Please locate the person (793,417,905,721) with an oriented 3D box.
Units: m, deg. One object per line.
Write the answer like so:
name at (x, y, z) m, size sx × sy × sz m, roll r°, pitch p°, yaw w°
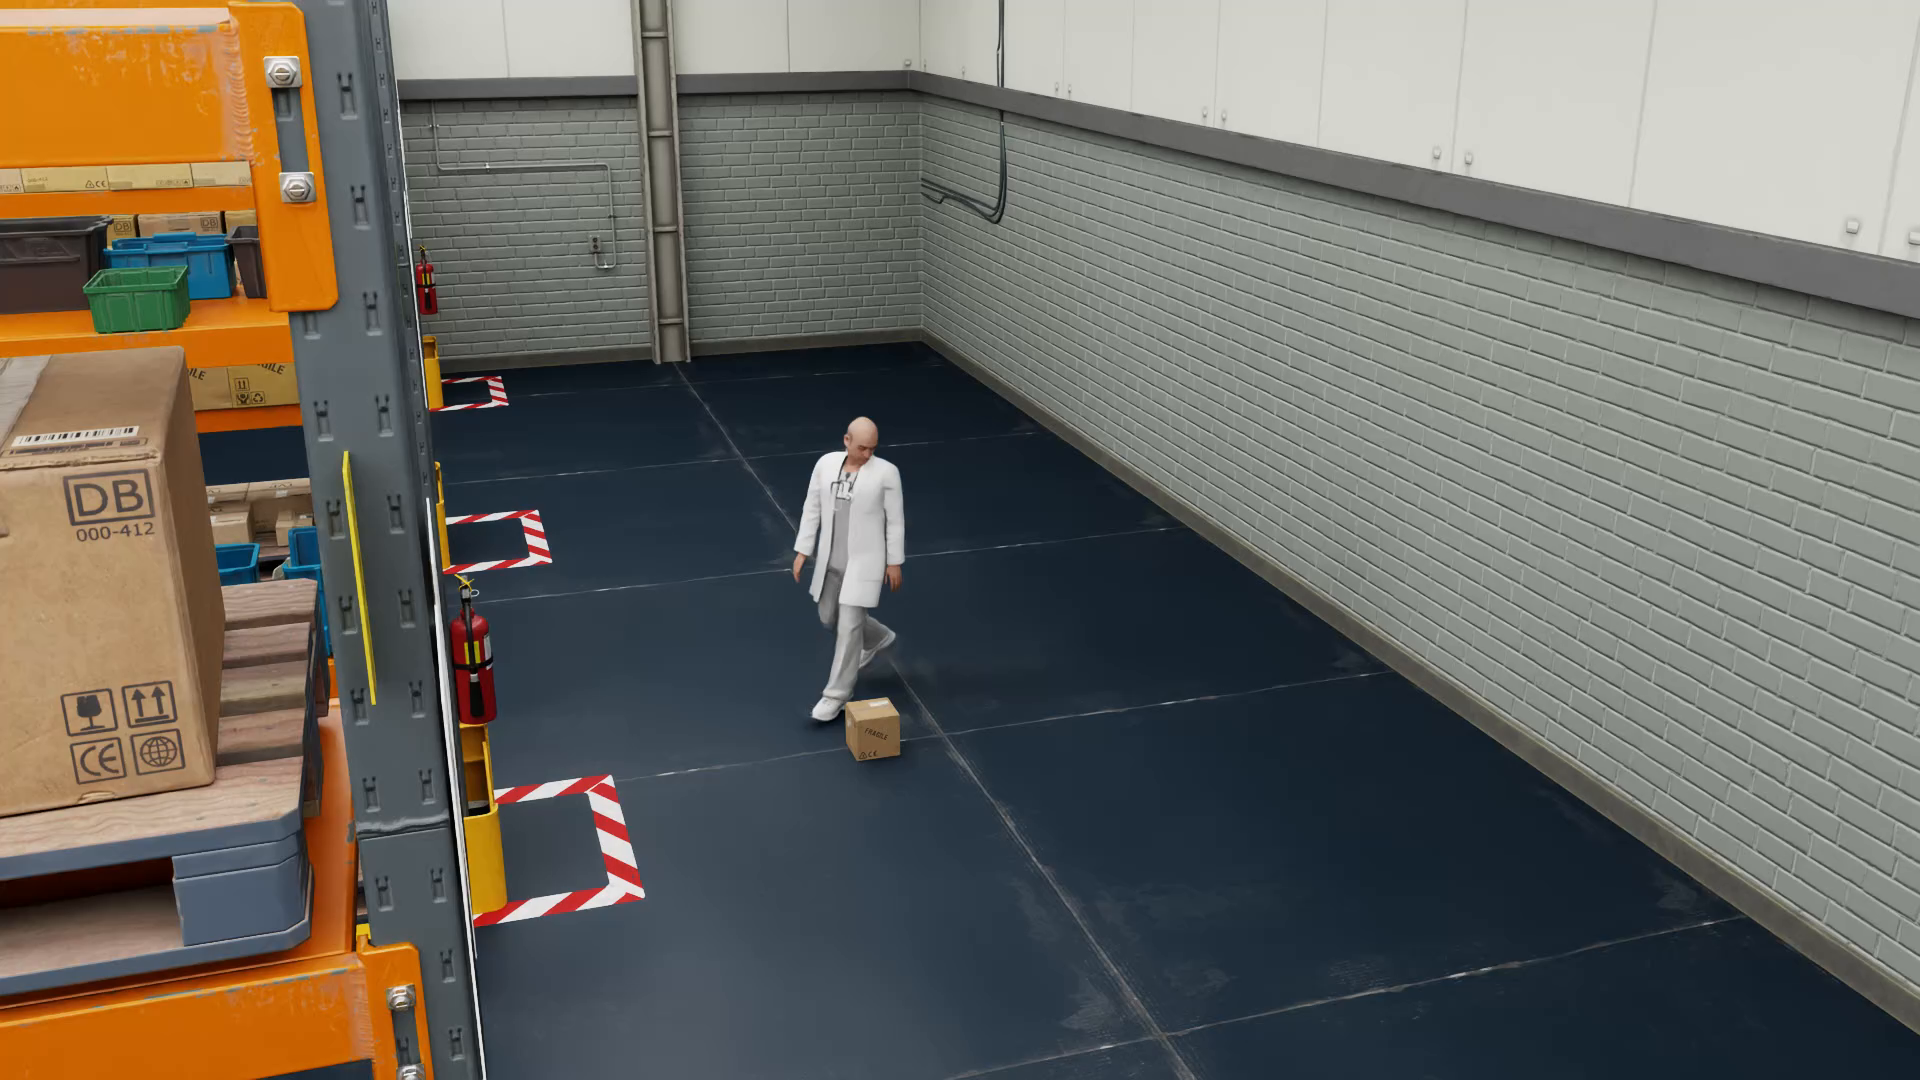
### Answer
person at (-0.650, 0.116, 9.751) m, size 0.628 × 1.752 × 0.911 m, roll 10°, pitch 21°, yaw 26°
